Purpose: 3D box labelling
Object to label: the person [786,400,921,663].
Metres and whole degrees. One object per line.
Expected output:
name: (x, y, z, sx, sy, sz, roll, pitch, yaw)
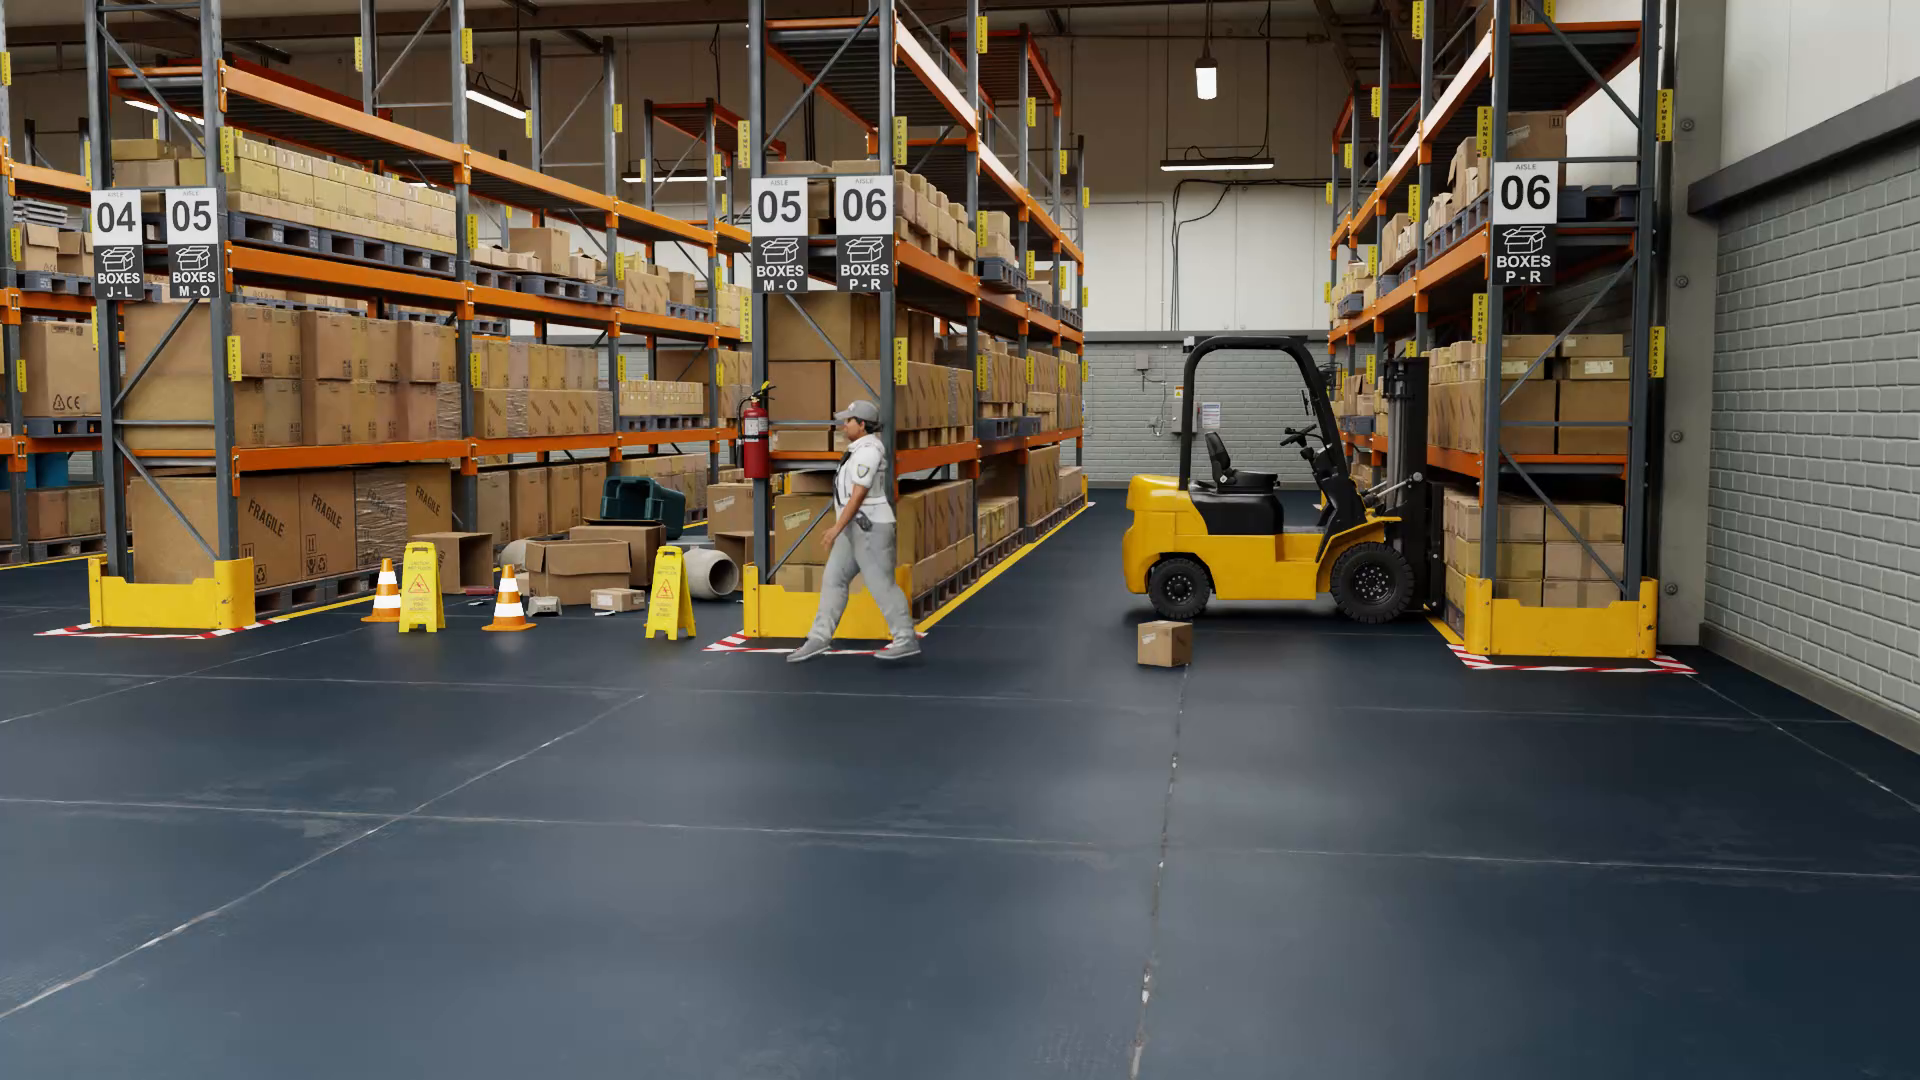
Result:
person: (-0.676, -0.043, 10.440, 0.840, 1.668, 0.495, -1, 5, -7)
